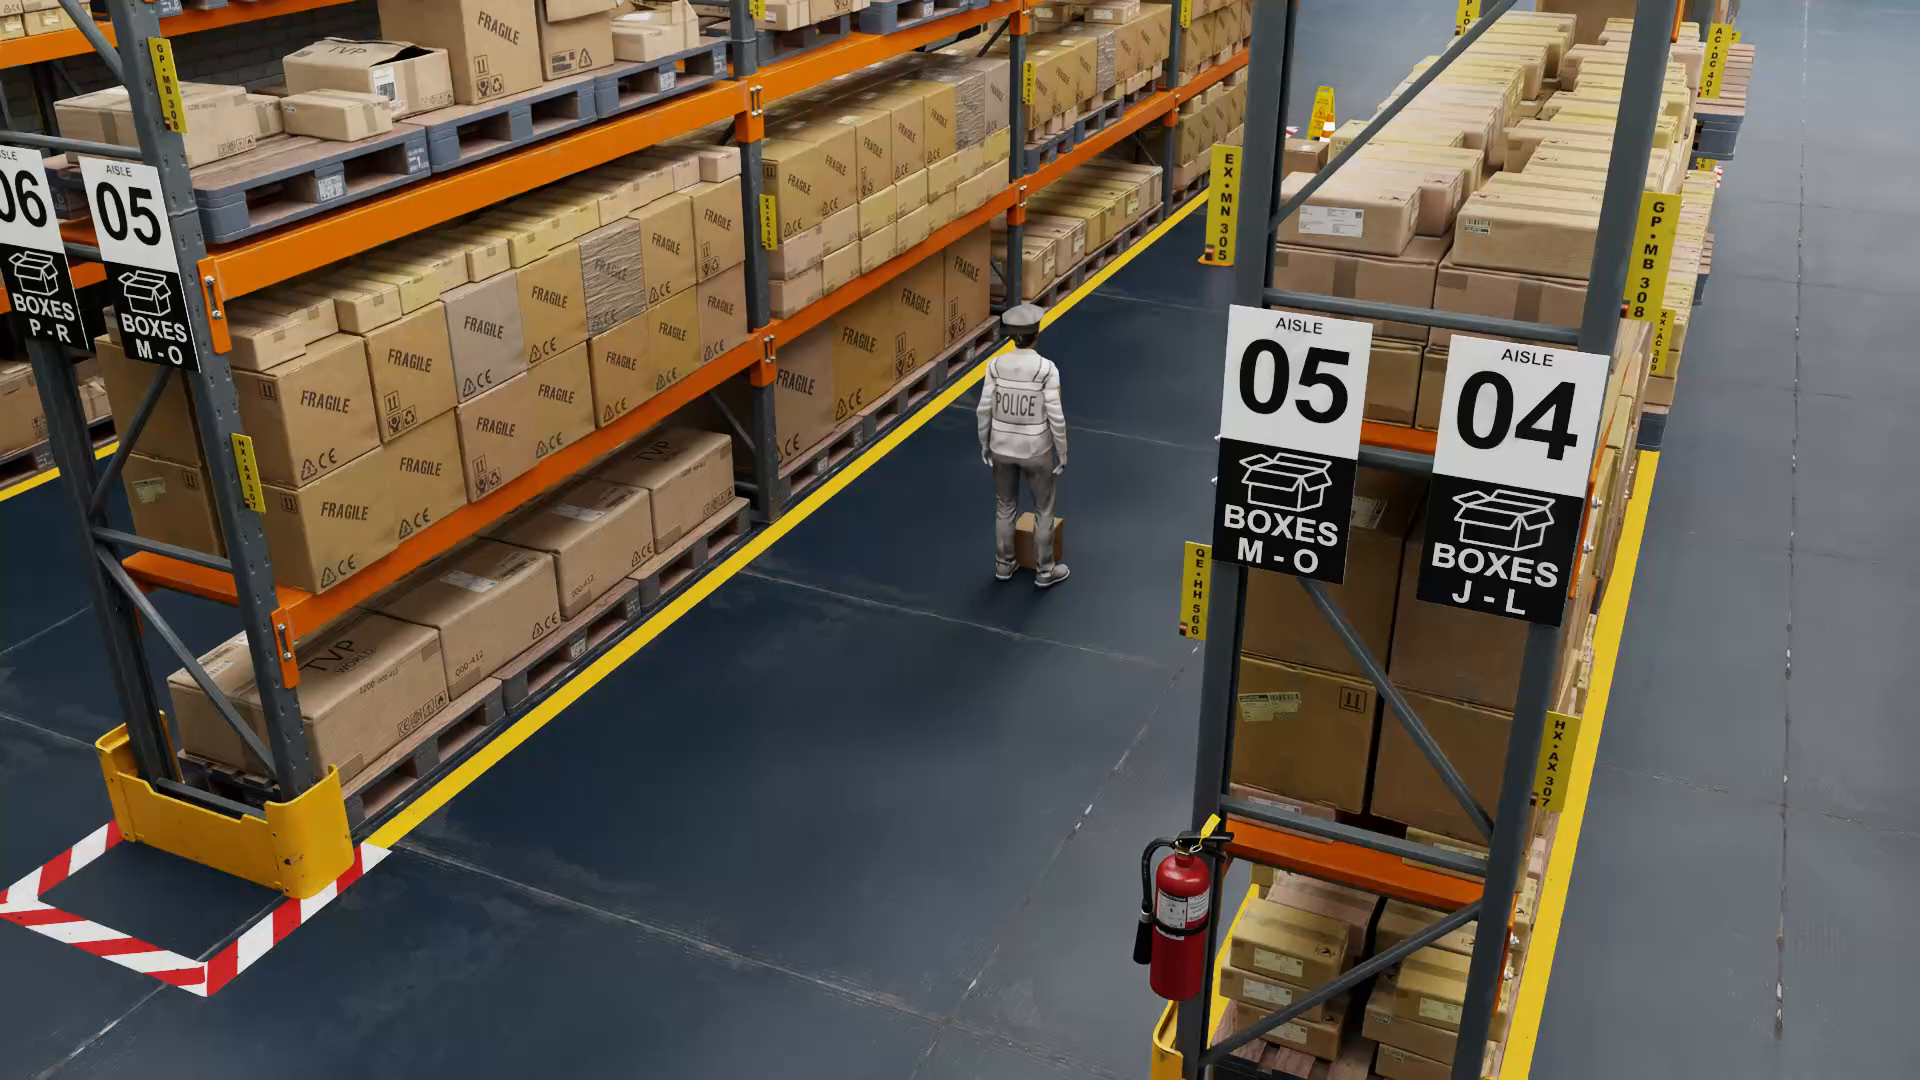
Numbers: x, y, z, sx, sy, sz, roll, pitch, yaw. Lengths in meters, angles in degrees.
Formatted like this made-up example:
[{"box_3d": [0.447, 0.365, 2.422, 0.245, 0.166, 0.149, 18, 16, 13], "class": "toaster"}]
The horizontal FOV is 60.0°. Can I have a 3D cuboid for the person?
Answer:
[{"box_3d": [0.368, -0.525, 9.672, 0.545, 1.663, 0.375, 10, 28, 19], "class": "person"}]
